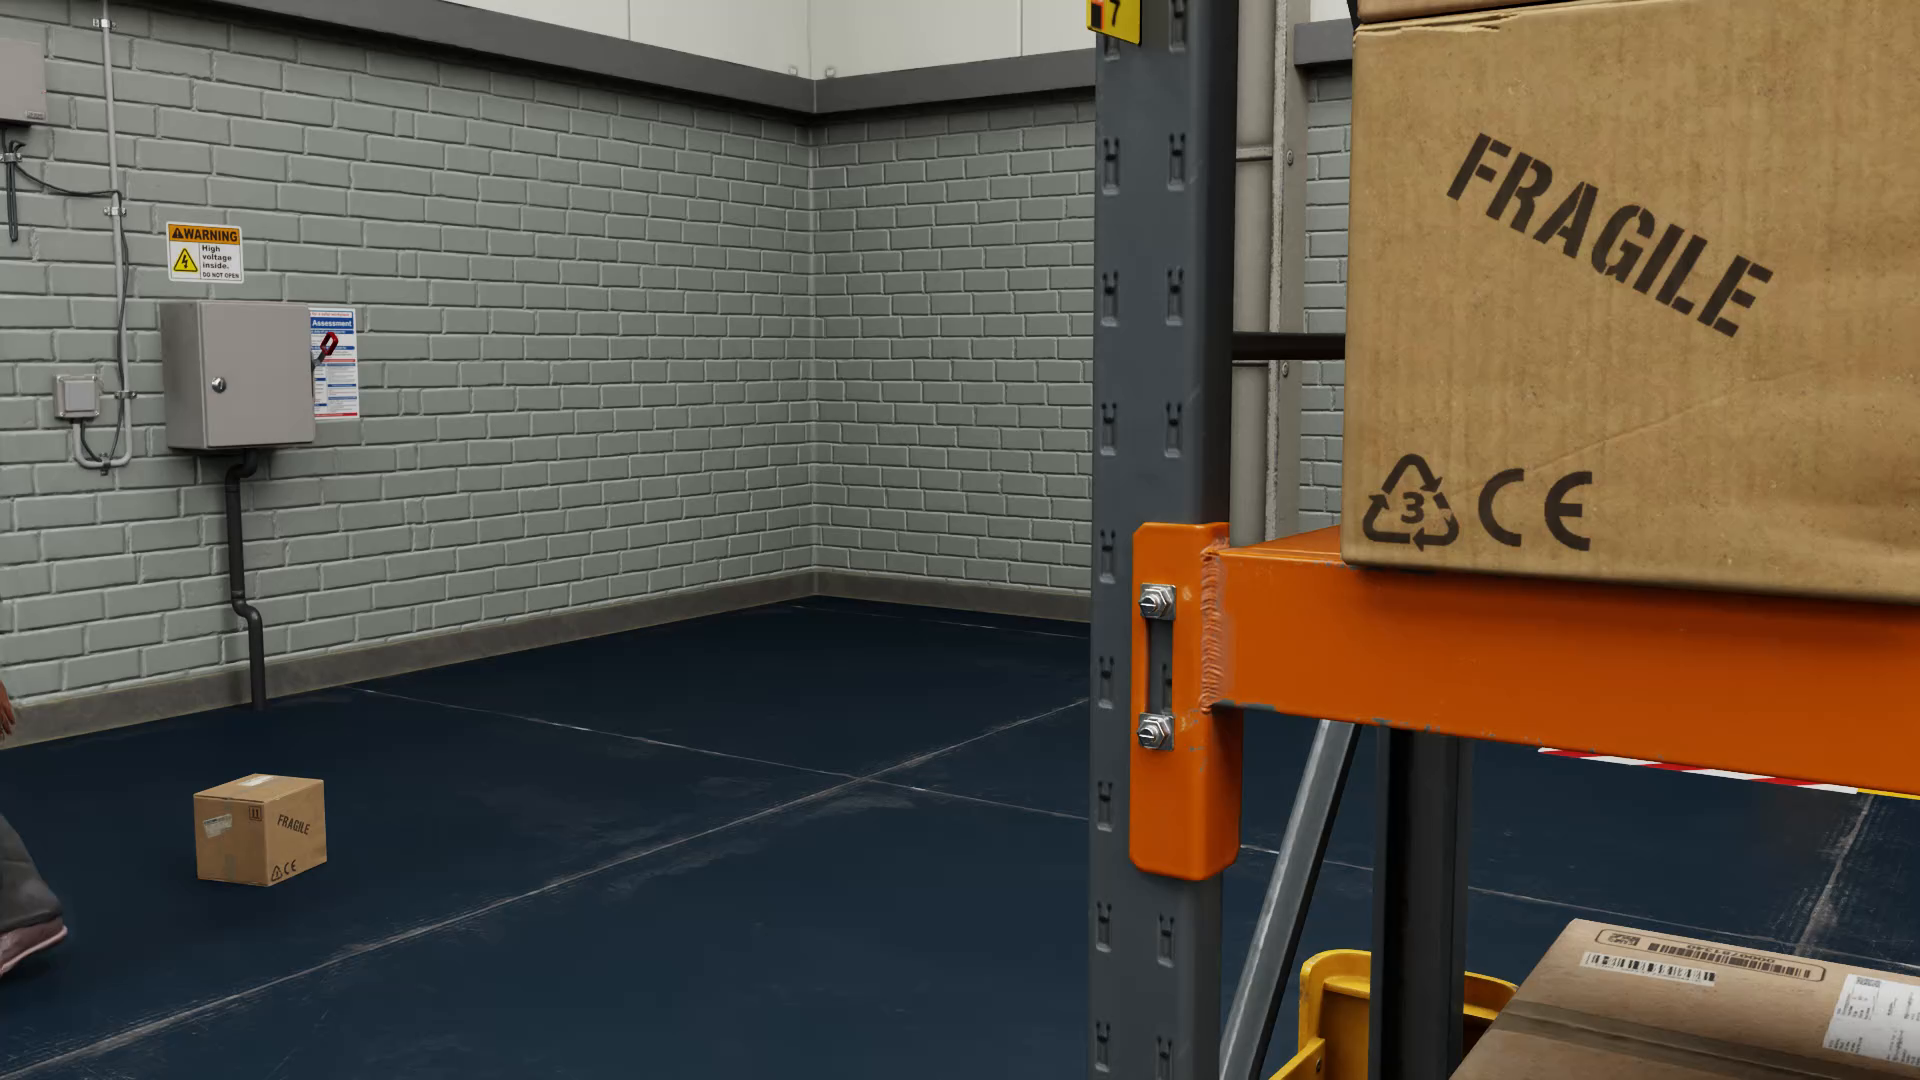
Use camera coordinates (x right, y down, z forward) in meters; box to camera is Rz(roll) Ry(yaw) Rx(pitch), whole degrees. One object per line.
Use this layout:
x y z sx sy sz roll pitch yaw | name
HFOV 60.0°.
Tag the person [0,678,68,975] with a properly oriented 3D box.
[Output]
-2.420 0.263 3.584 0.482 1.598 0.964 4 8 34 | person
